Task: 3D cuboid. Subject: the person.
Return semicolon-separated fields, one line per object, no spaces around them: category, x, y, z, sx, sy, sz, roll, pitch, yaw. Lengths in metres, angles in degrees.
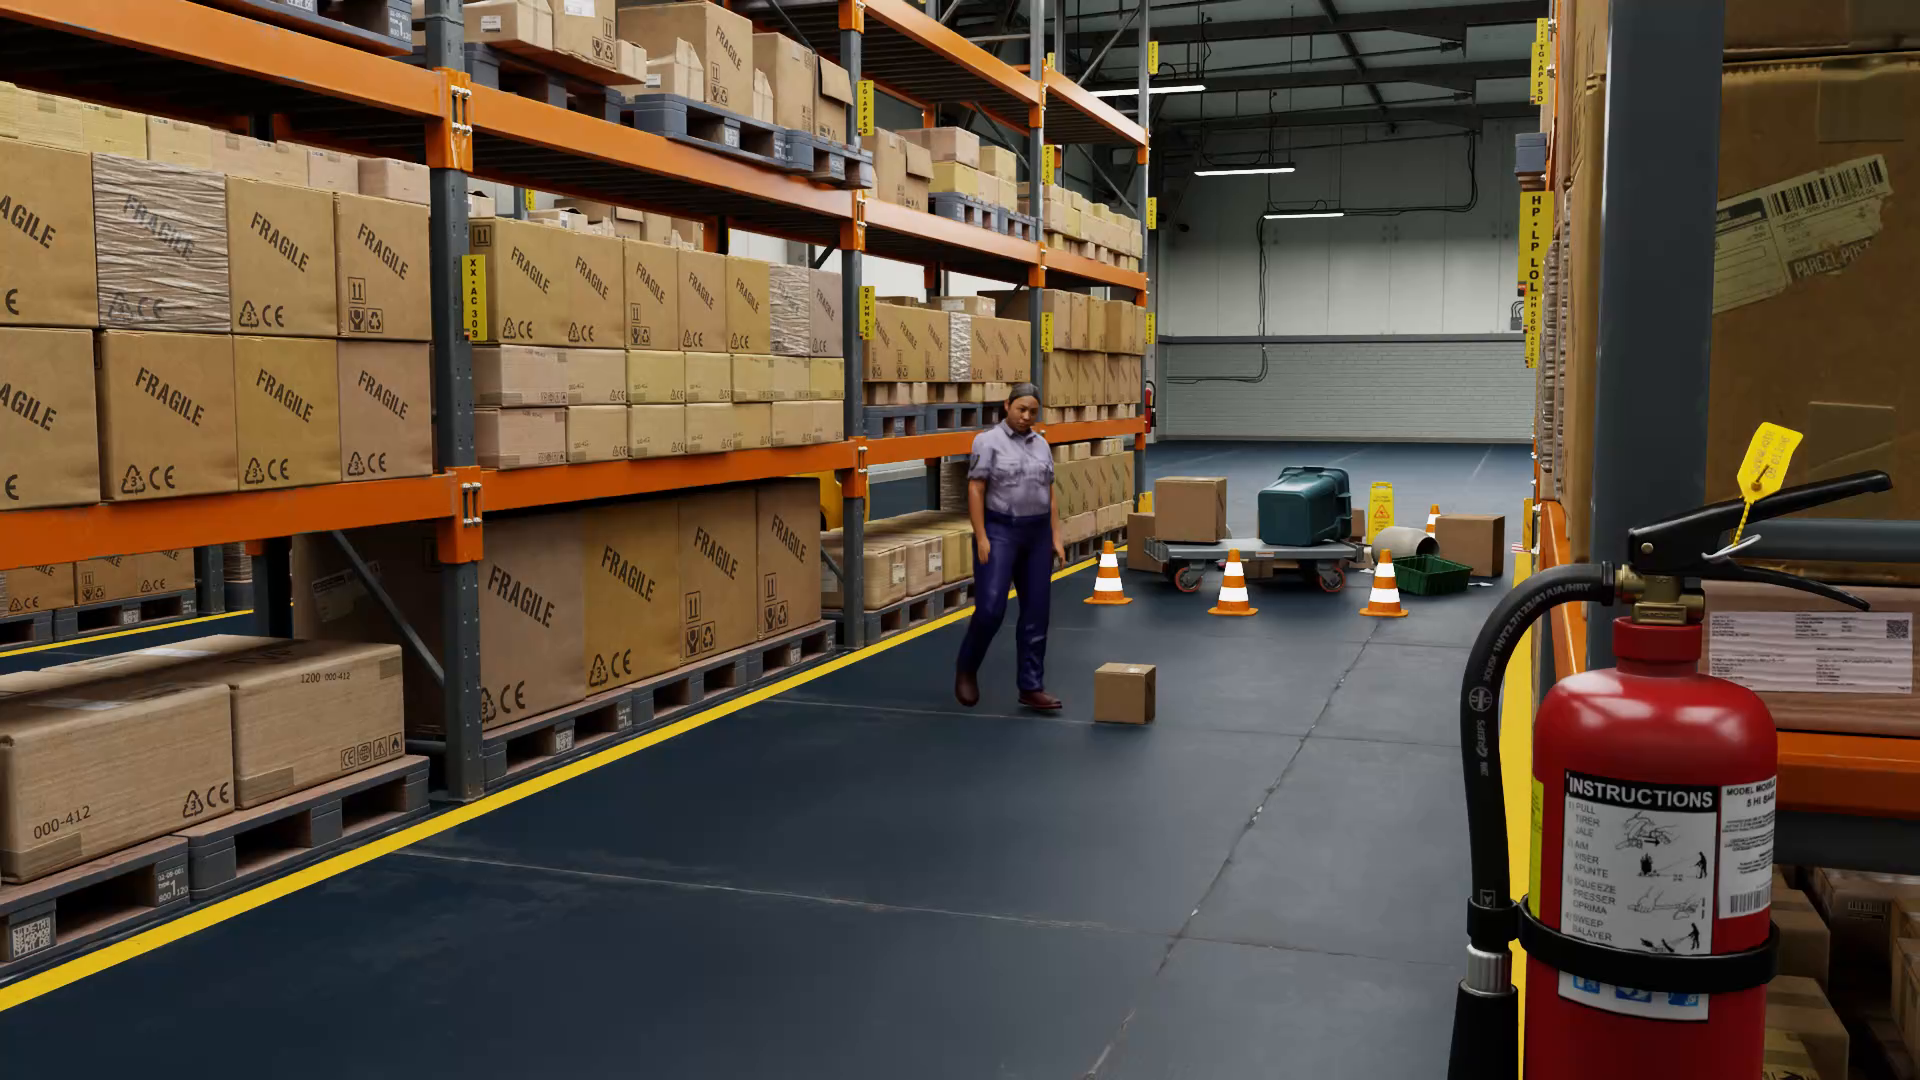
person;0.252;0.027;8.373;0.548;1.636;0.498;-3;6;-32
